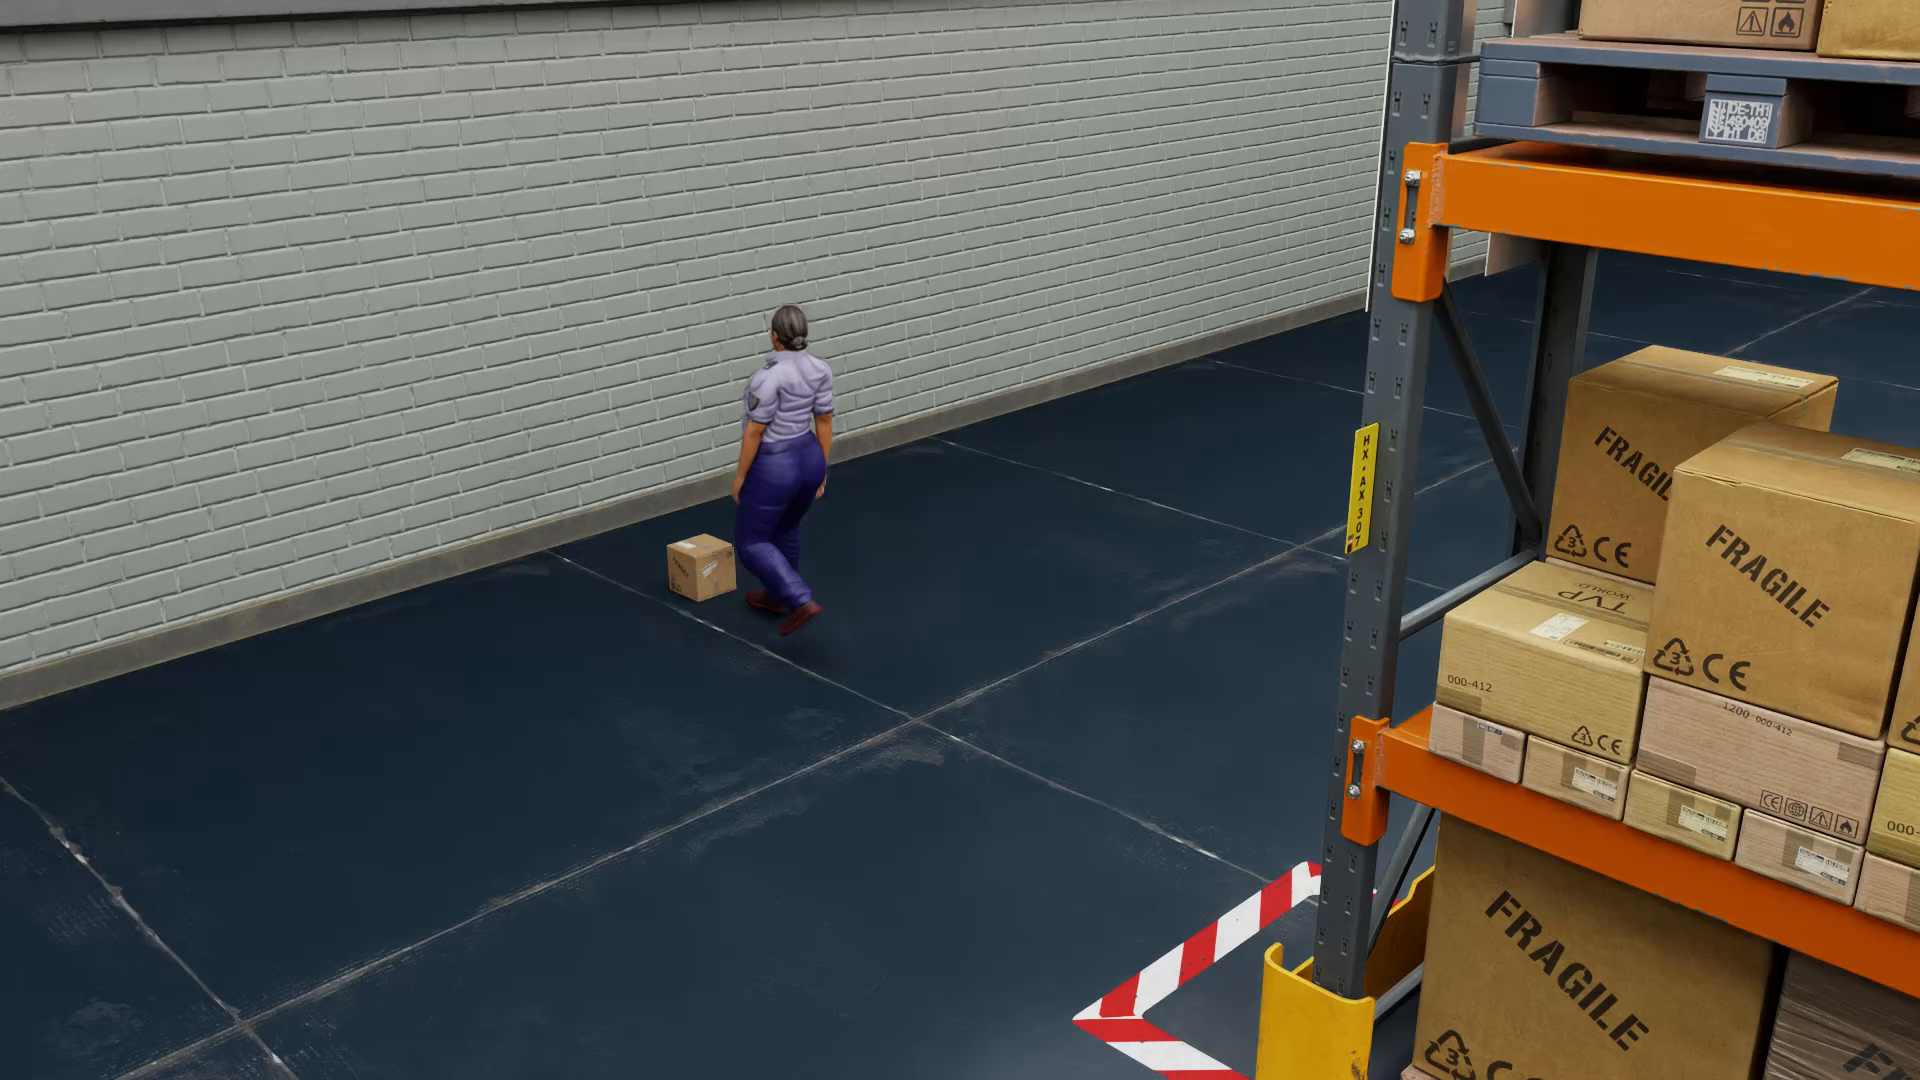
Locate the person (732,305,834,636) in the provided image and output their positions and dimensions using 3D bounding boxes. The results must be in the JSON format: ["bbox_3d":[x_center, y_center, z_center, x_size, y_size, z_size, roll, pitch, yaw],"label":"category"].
[{"bbox_3d":[-0.871,-0.340,7.969,0.756,1.621,0.483,16,26,36],"label":"person"}]
